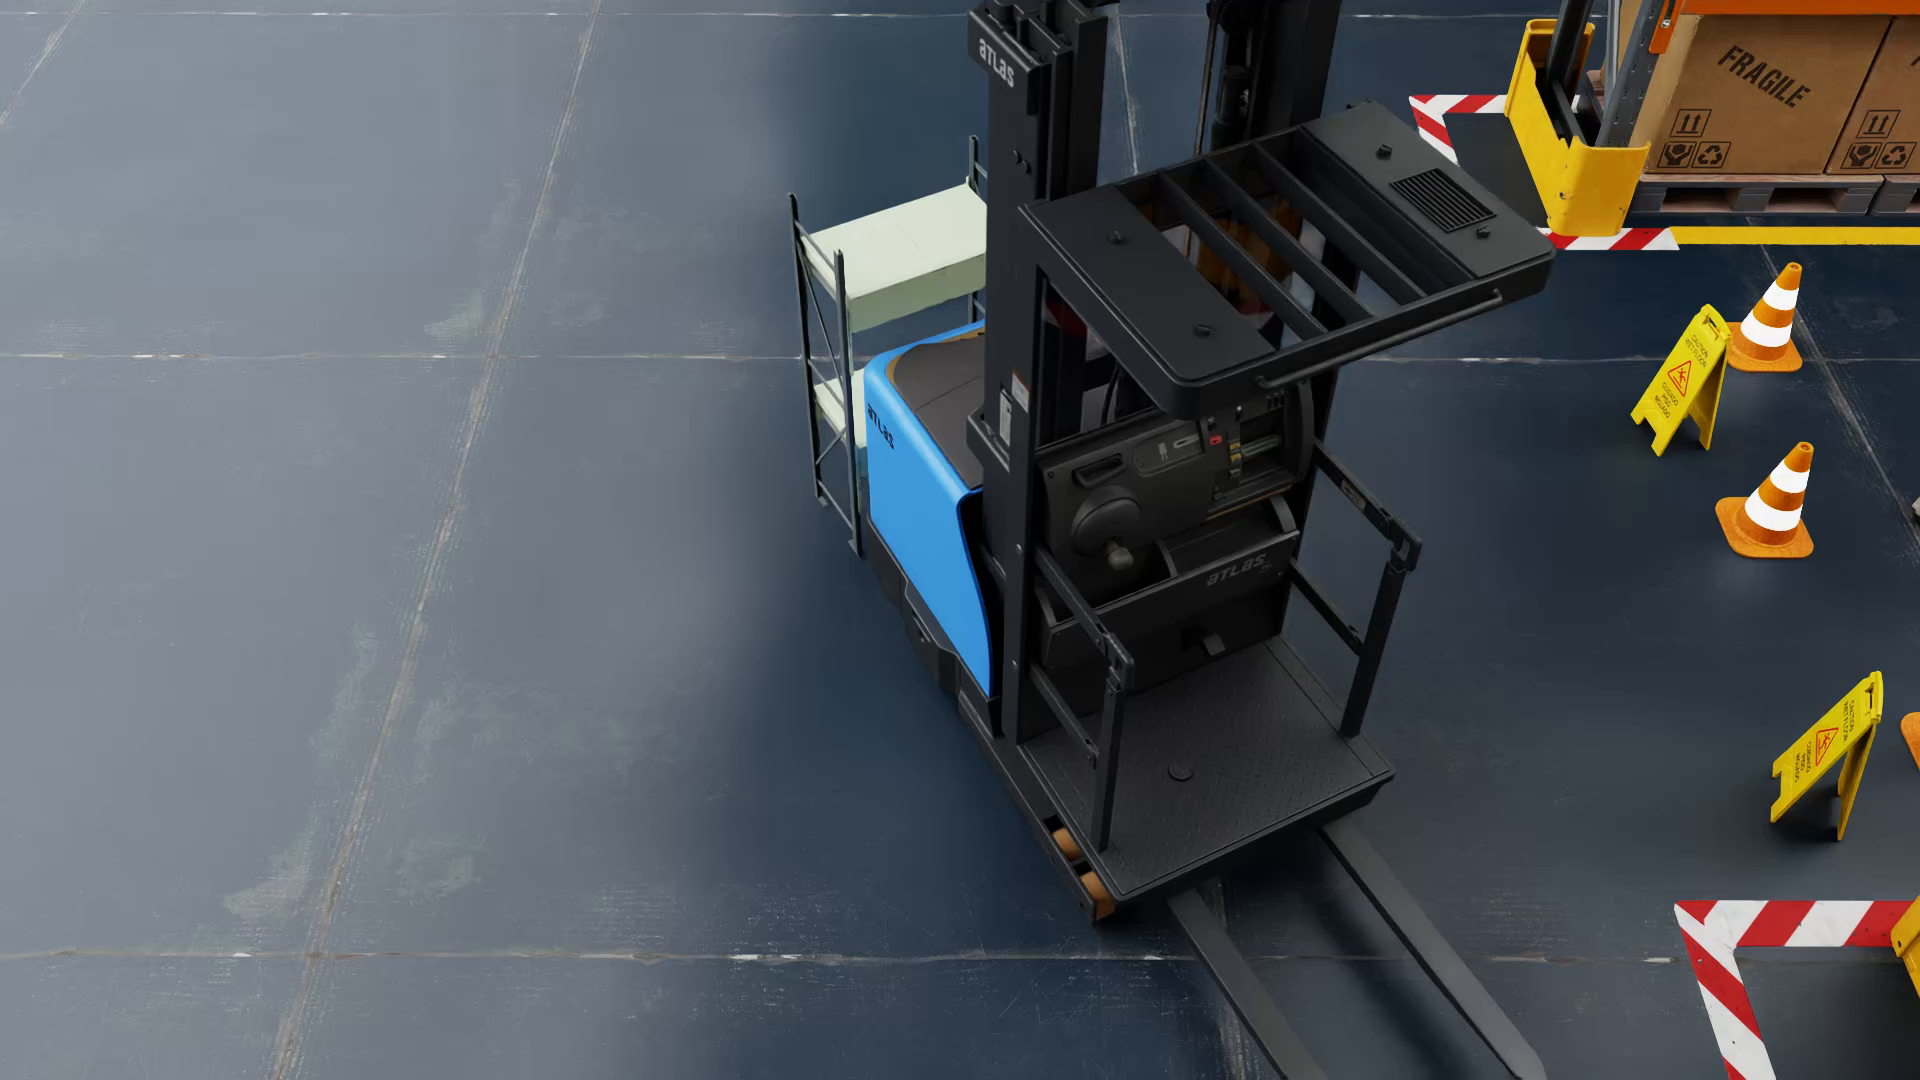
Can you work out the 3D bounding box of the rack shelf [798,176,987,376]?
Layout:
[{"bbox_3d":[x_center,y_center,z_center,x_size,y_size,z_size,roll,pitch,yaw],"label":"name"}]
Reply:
[{"bbox_3d":[-0.180,-0.974,6.099,0.720,0.370,0.431,-22,51,-19],"label":"rack shelf"}]

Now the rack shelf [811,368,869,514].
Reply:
[{"bbox_3d":[-0.180,-0.486,6.623,0.720,0.370,0.431,-22,51,-19],"label":"rack shelf"}]

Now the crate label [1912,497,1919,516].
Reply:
[{"bbox_3d":[4.067,-0.136,6.783,0.298,0.136,0.250,-23,51,-20],"label":"crate label"}]

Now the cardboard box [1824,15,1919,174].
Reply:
[{"bbox_3d":[4.658,-2.400,8.099,0.875,0.875,0.875,-1,47,0],"label":"cardboard box"}]

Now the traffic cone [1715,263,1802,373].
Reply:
[{"bbox_3d":[3.625,-1.030,7.392,0.334,0.463,0.336,0,47,0],"label":"traffic cone"}]

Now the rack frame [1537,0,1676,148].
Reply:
[{"bbox_3d":[3.099,-2.935,7.432,0.127,3.000,1.000,0,47,0],"label":"rack frame"}]

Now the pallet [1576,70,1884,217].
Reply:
[{"bbox_3d":[3.899,-2.040,8.504,1.213,0.211,1.003,0,47,0],"label":"pallet"}]

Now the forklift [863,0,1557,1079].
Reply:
[{"bbox_3d":[0.763,-0.110,4.850,1.130,2.935,3.031,-21,50,-18],"label":"forklift"}]

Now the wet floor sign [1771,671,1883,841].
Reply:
[{"bbox_3d":[2.996,0.707,5.651,0.232,0.644,0.267,15,49,14],"label":"wet floor sign"}]

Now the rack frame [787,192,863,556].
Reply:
[{"bbox_3d":[-0.499,-0.578,6.263,0.023,1.500,0.400,-22,51,-19],"label":"rack frame"}]

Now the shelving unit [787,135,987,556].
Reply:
[{"bbox_3d":[-0.180,-0.708,6.384,0.755,1.500,0.431,-22,51,-19],"label":"shelving unit"}]

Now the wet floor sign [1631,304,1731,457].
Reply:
[{"bbox_3d":[3.063,-0.683,6.945,0.232,0.644,0.267,-7,47,-7],"label":"wet floor sign"}]

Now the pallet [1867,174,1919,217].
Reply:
[{"bbox_3d":[5.116,-2.034,8.499,1.213,0.211,1.003,0,47,0],"label":"pallet"}]

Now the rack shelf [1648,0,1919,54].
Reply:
[{"bbox_3d":[5.099,-2.684,7.691,4.000,0.370,1.077,0,47,0],"label":"rack shelf"}]

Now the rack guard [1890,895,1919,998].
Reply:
[{"bbox_3d":[3.258,1.541,4.974,0.348,0.500,1.175,0,47,0],"label":"rack guard"}]

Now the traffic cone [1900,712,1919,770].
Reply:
[{"bbox_3d":[3.617,0.610,5.866,0.334,0.463,0.336,0,47,0],"label":"traffic cone"}]

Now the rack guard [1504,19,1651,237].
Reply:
[{"bbox_3d":[3.075,-2.083,8.347,0.348,0.500,1.175,0,47,0],"label":"rack guard"}]

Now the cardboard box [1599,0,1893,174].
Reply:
[{"bbox_3d":[3.778,-2.400,8.100,0.875,0.875,0.875,0,47,0],"label":"cardboard box"}]

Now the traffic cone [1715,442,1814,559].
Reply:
[{"bbox_3d":[3.281,-0.203,6.623,0.334,0.463,0.336,0,47,0],"label":"traffic cone"}]

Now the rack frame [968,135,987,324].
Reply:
[{"bbox_3d":[0.140,-0.839,6.506,0.023,1.500,0.400,-22,51,-19],"label":"rack frame"}]
